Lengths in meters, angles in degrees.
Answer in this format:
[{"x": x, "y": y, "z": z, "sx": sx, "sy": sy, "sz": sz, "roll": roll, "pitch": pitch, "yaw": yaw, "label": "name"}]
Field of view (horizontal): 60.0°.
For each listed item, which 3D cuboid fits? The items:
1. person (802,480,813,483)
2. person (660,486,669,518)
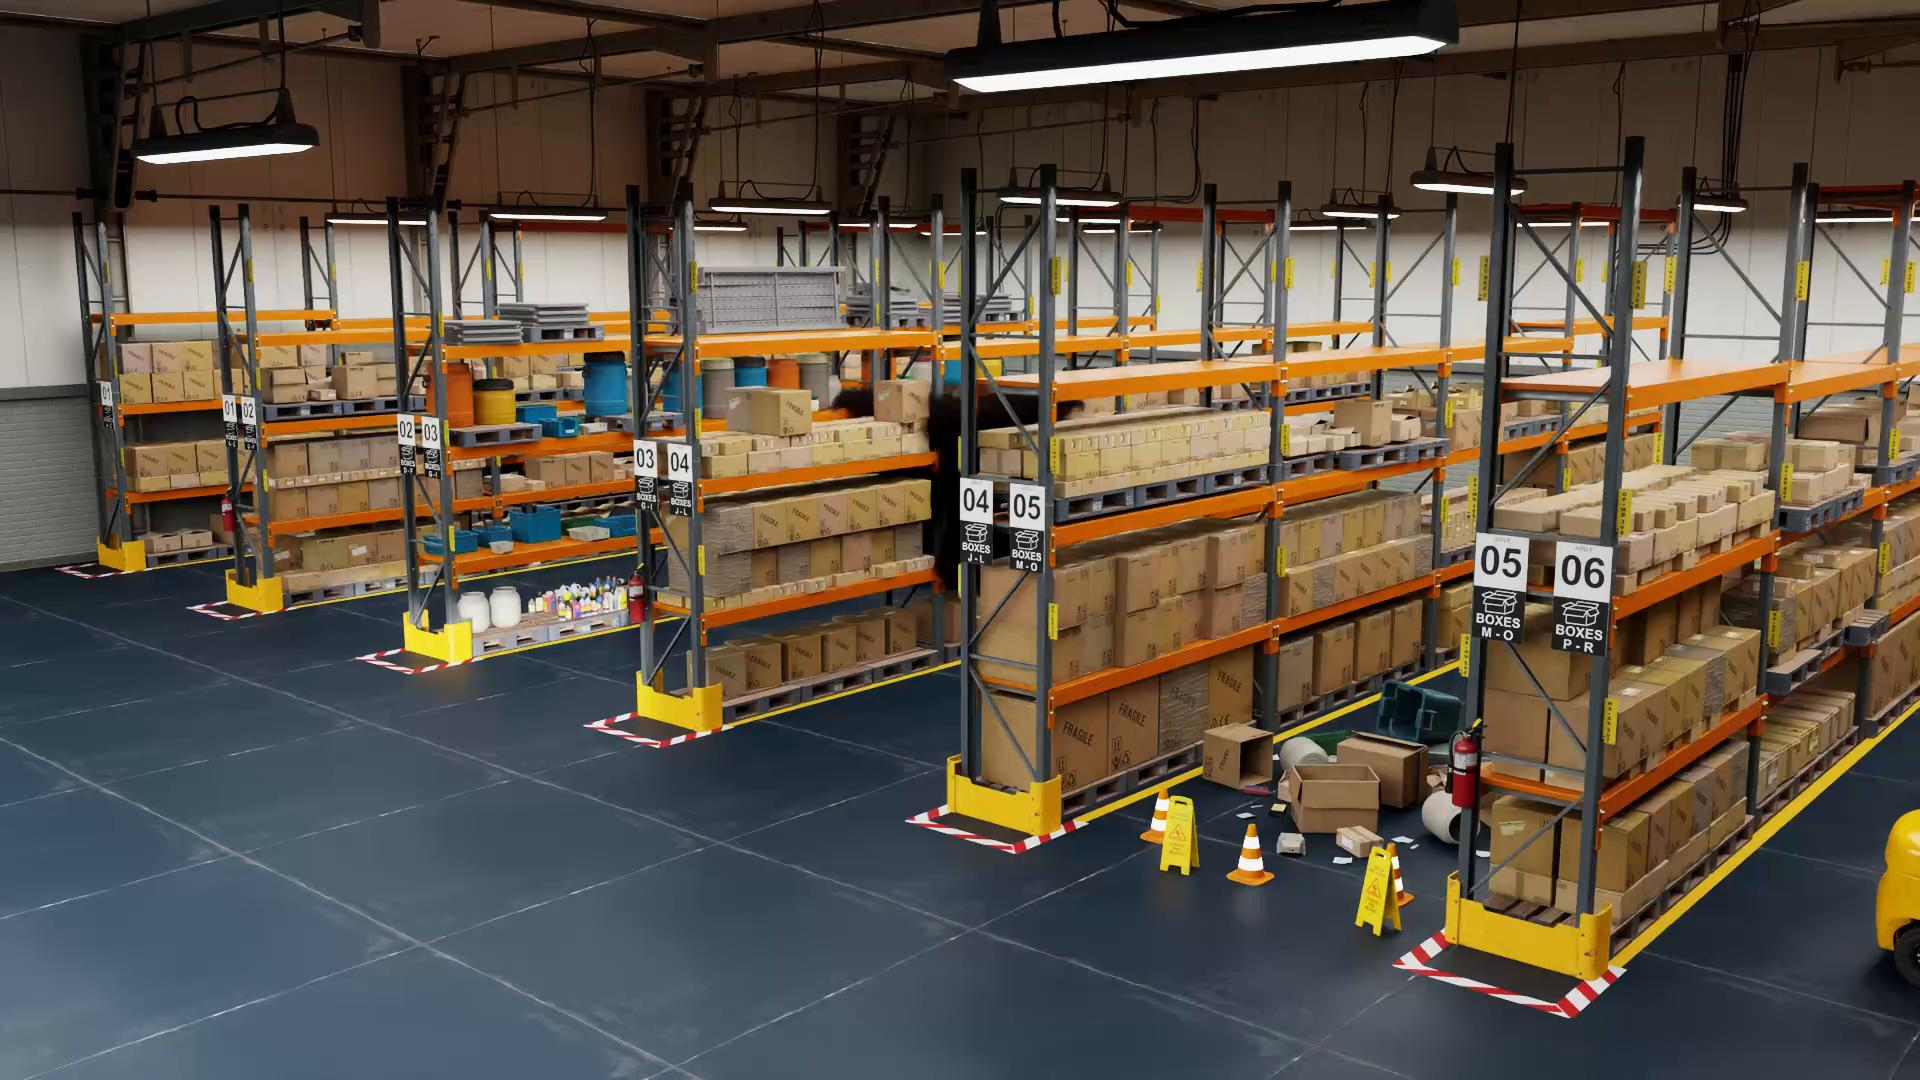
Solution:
[{"x": -2.229, "y": -0.112, "z": 24.961, "sx": 0.413, "sy": 1.754, "sz": 0.556, "roll": 5, "pitch": 11, "yaw": 26, "label": "person"}, {"x": -4.956, "y": -0.513, "z": 29.089, "sx": 0.599, "sy": 1.757, "sz": 0.548, "roll": 1, "pitch": 10, "yaw": 5, "label": "person"}]
